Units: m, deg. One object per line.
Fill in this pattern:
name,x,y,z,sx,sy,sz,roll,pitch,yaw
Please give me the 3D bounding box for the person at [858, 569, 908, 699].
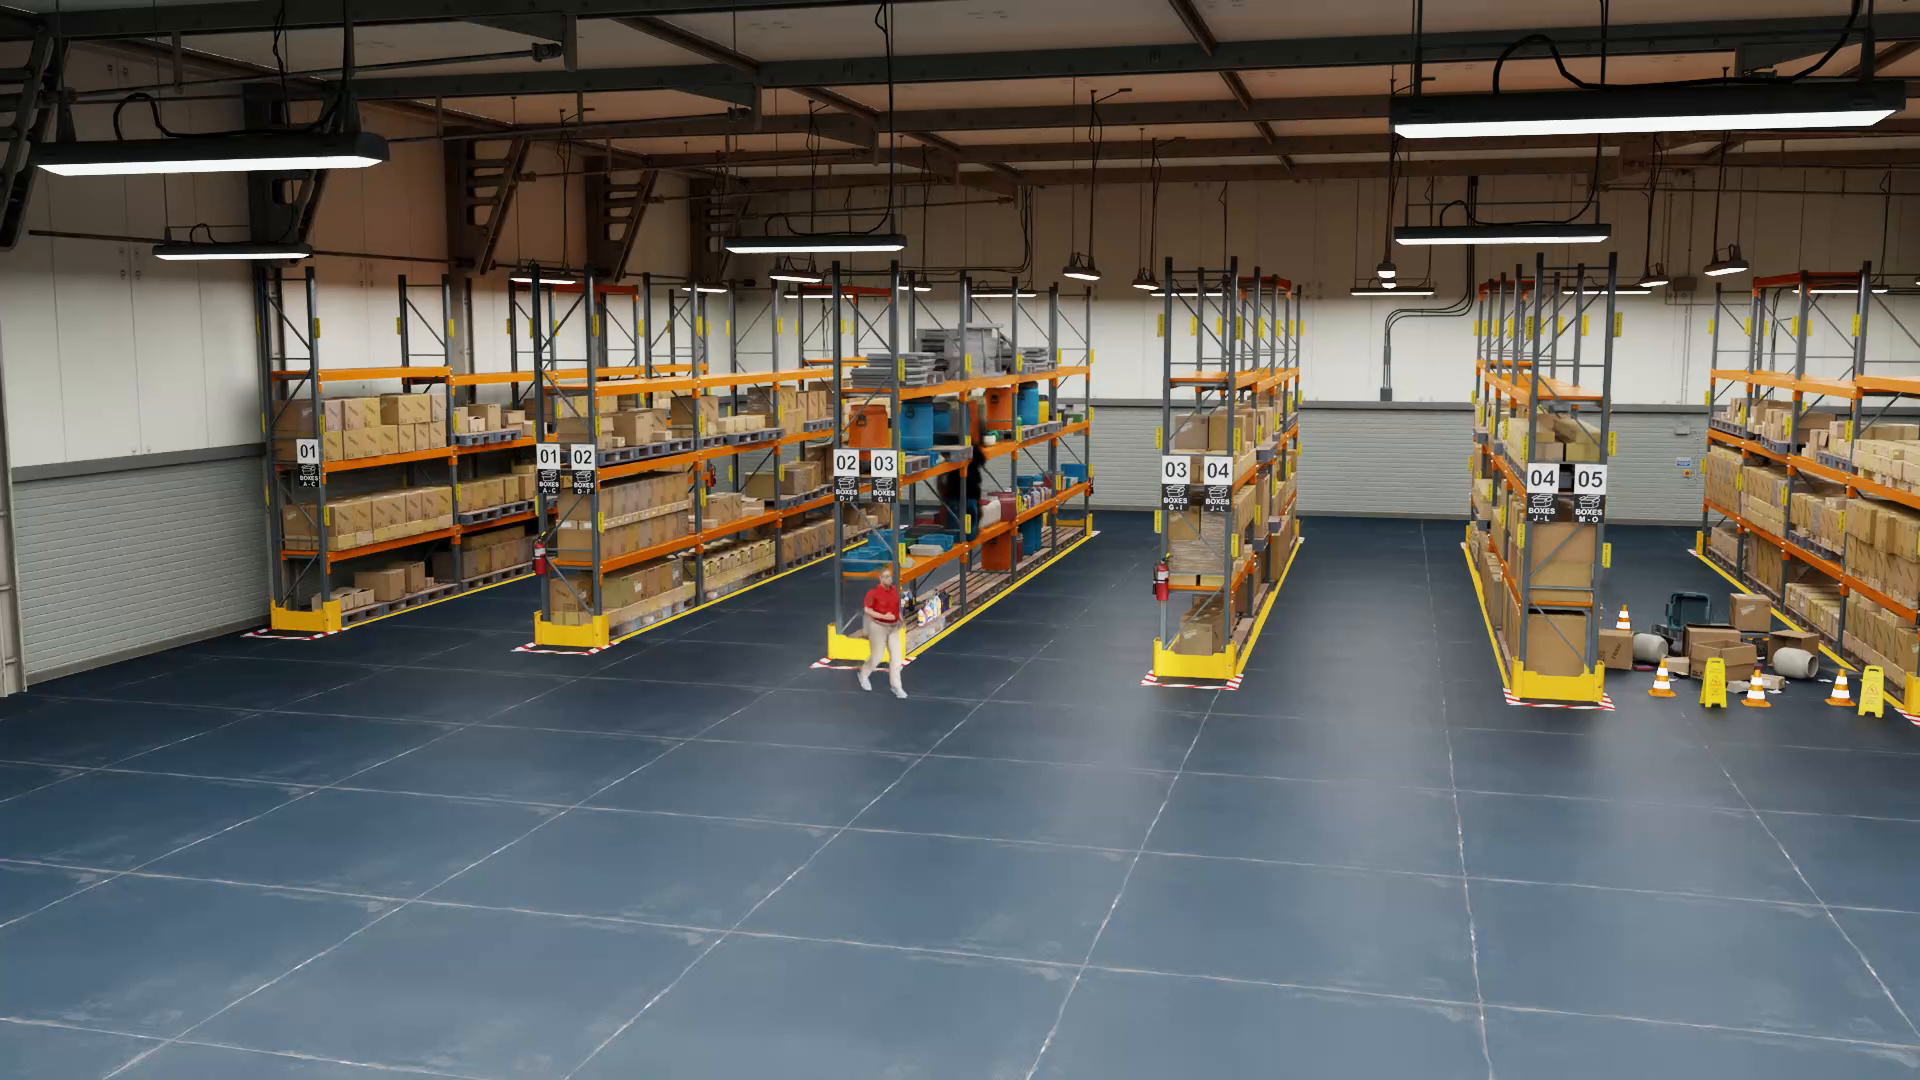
person,-1.053,1.261,22.834,0.684,1.765,0.871,-6,9,-40
